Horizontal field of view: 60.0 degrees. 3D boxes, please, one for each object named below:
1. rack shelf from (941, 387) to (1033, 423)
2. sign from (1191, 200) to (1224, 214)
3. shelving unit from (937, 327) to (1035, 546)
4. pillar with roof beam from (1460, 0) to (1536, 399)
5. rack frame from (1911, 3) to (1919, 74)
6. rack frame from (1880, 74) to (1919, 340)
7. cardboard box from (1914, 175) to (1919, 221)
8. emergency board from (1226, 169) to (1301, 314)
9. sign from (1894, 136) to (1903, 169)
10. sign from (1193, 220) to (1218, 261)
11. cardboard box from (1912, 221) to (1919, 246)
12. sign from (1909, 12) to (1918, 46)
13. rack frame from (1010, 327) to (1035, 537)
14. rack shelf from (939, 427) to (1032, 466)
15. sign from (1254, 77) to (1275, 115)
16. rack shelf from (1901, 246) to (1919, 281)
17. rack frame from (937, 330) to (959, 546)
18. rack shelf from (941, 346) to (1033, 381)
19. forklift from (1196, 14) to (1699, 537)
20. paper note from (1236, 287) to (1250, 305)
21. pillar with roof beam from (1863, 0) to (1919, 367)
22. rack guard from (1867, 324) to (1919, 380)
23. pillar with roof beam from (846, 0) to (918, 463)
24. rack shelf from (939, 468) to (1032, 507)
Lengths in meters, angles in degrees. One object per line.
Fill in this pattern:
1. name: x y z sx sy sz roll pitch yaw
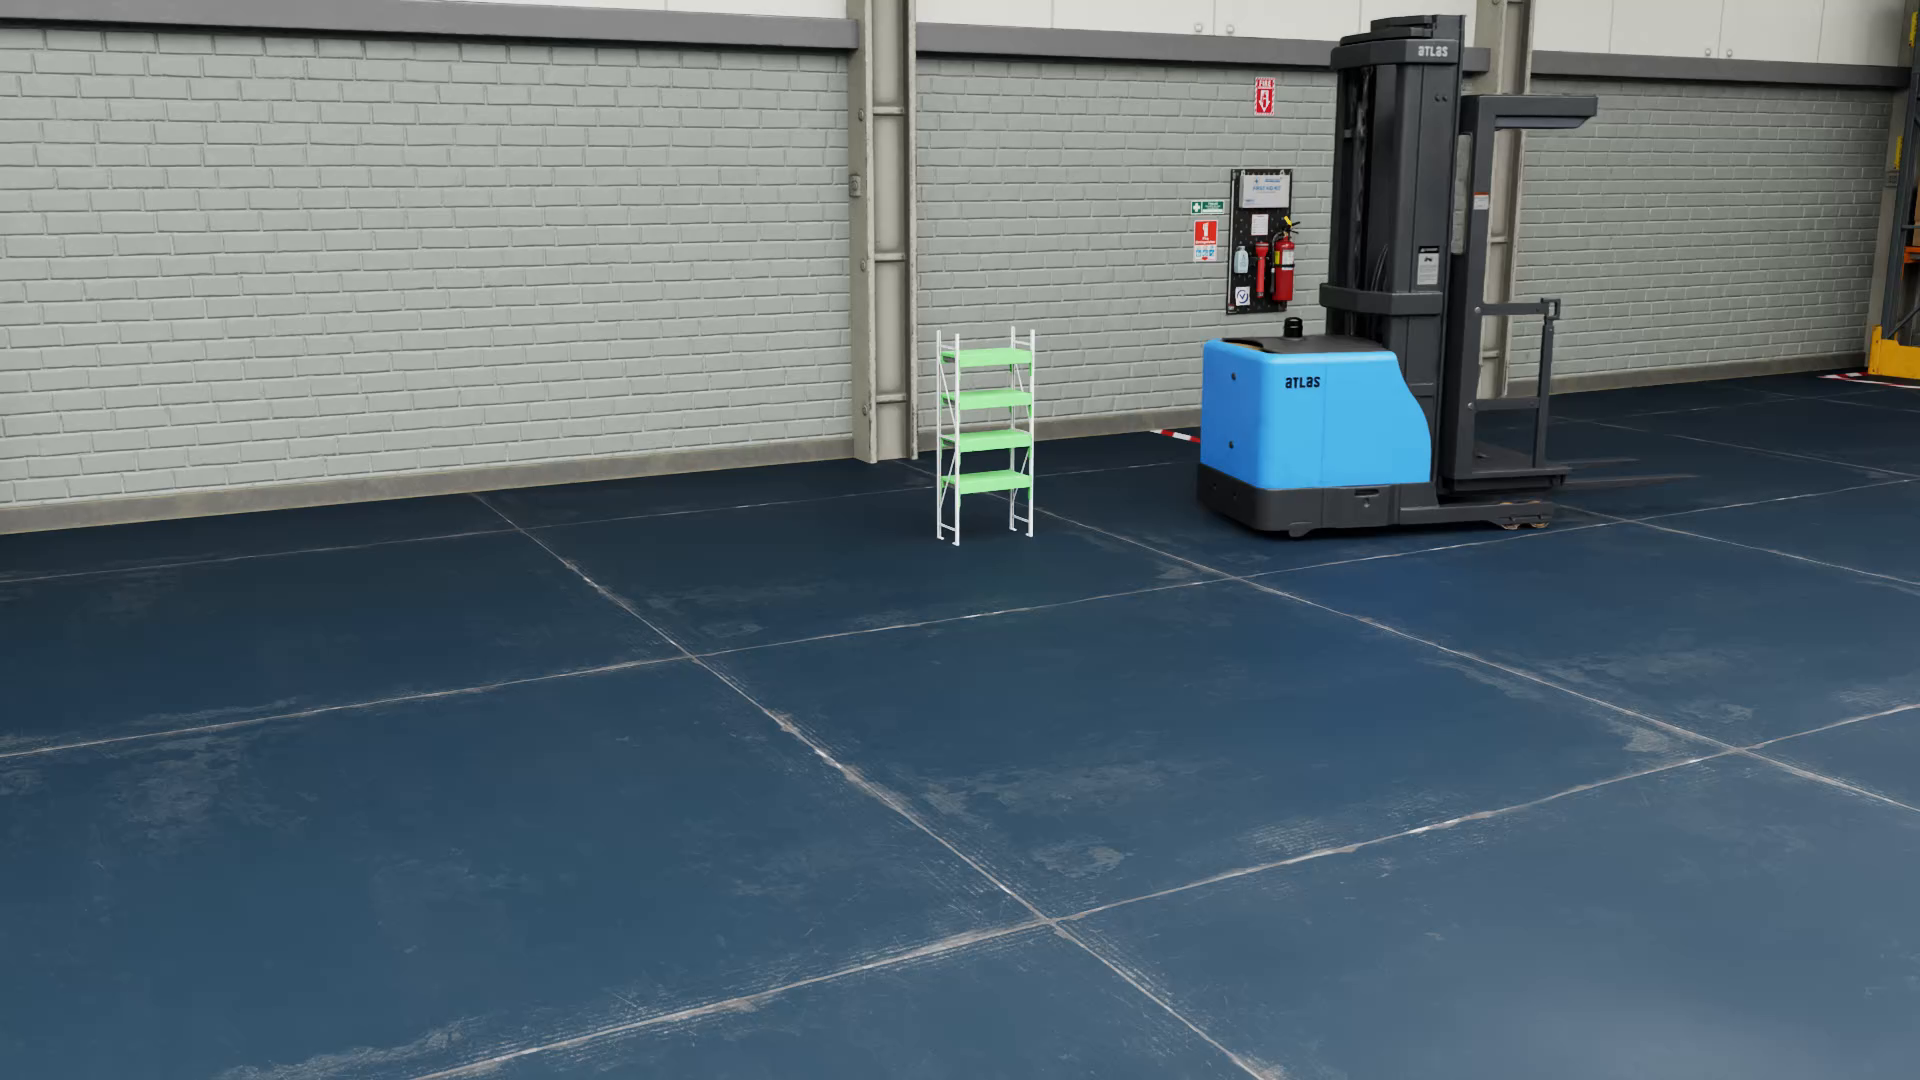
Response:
1. rack shelf: 0.145 -0.775 9.516 0.480 0.148 0.258 -7 14 -28
2. sign: 2.000 -2.687 13.428 0.331 0.109 0.001 -7 14 -28
3. shelving unit: 0.145 -0.603 9.555 0.503 1.200 0.258 -7 14 -28
4. pillar with roof beam: 6.777 -4.800 10.443 0.400 9.000 9.100 -7 14 -28
5. rack frame: 9.780 -6.021 15.866 0.127 3.000 1.000 -7 14 -28
6. rack frame: 9.780 -3.094 16.525 0.127 3.000 1.000 -7 14 -28
7. cardboard box: 10.092 -3.487 16.859 0.500 0.500 0.500 -7 14 -28
8. emergency board: 2.527 -2.450 13.665 0.643 1.169 0.194 -7 14 -28
9. sign: 9.532 -3.922 16.847 0.005 0.325 0.100 -7 14 -28
10. sign: 1.992 -2.429 13.491 0.234 0.329 0.001 -7 14 -28
11. cardboard box: 10.098 -3.117 16.923 0.500 0.250 0.500 -7 14 -27
12. sign: 9.532 -5.098 16.583 0.005 0.325 0.100 -7 14 -28
13. rack frame: 0.359 -0.628 9.669 0.015 1.200 0.240 -7 14 -28
14. rack shelf: 0.145 -0.540 9.569 0.480 0.148 0.258 -7 14 -28
15. sign: 2.472 -3.600 13.492 0.199 0.298 0.001 -7 14 -28
16. rack shelf: 11.536 -2.953 17.538 4.000 0.370 1.077 -7 14 -28
17. rack frame: -0.069 -0.577 9.441 0.015 1.200 0.240 -7 14 -28
18. rack shelf: 0.145 -1.009 9.463 0.480 0.148 0.258 -7 14 -28
19. forklift: 3.053 -1.598 10.035 3.031 2.935 1.130 -3 13 -14
20. paper note: 2.338 -2.015 13.738 0.142 0.148 0.016 -7 14 -28
21. pillar with roof beam: 12.043 -5.431 13.247 0.400 9.000 9.100 -7 14 -28
22. rack guard: 9.847 -1.882 16.835 0.348 0.500 1.175 -7 14 -28
23. pillar with roof beam: 1.510 -4.169 7.638 0.400 9.000 9.100 -7 14 -28
24. rack shelf: 0.145 -0.306 9.622 0.480 0.148 0.258 -7 14 -28
